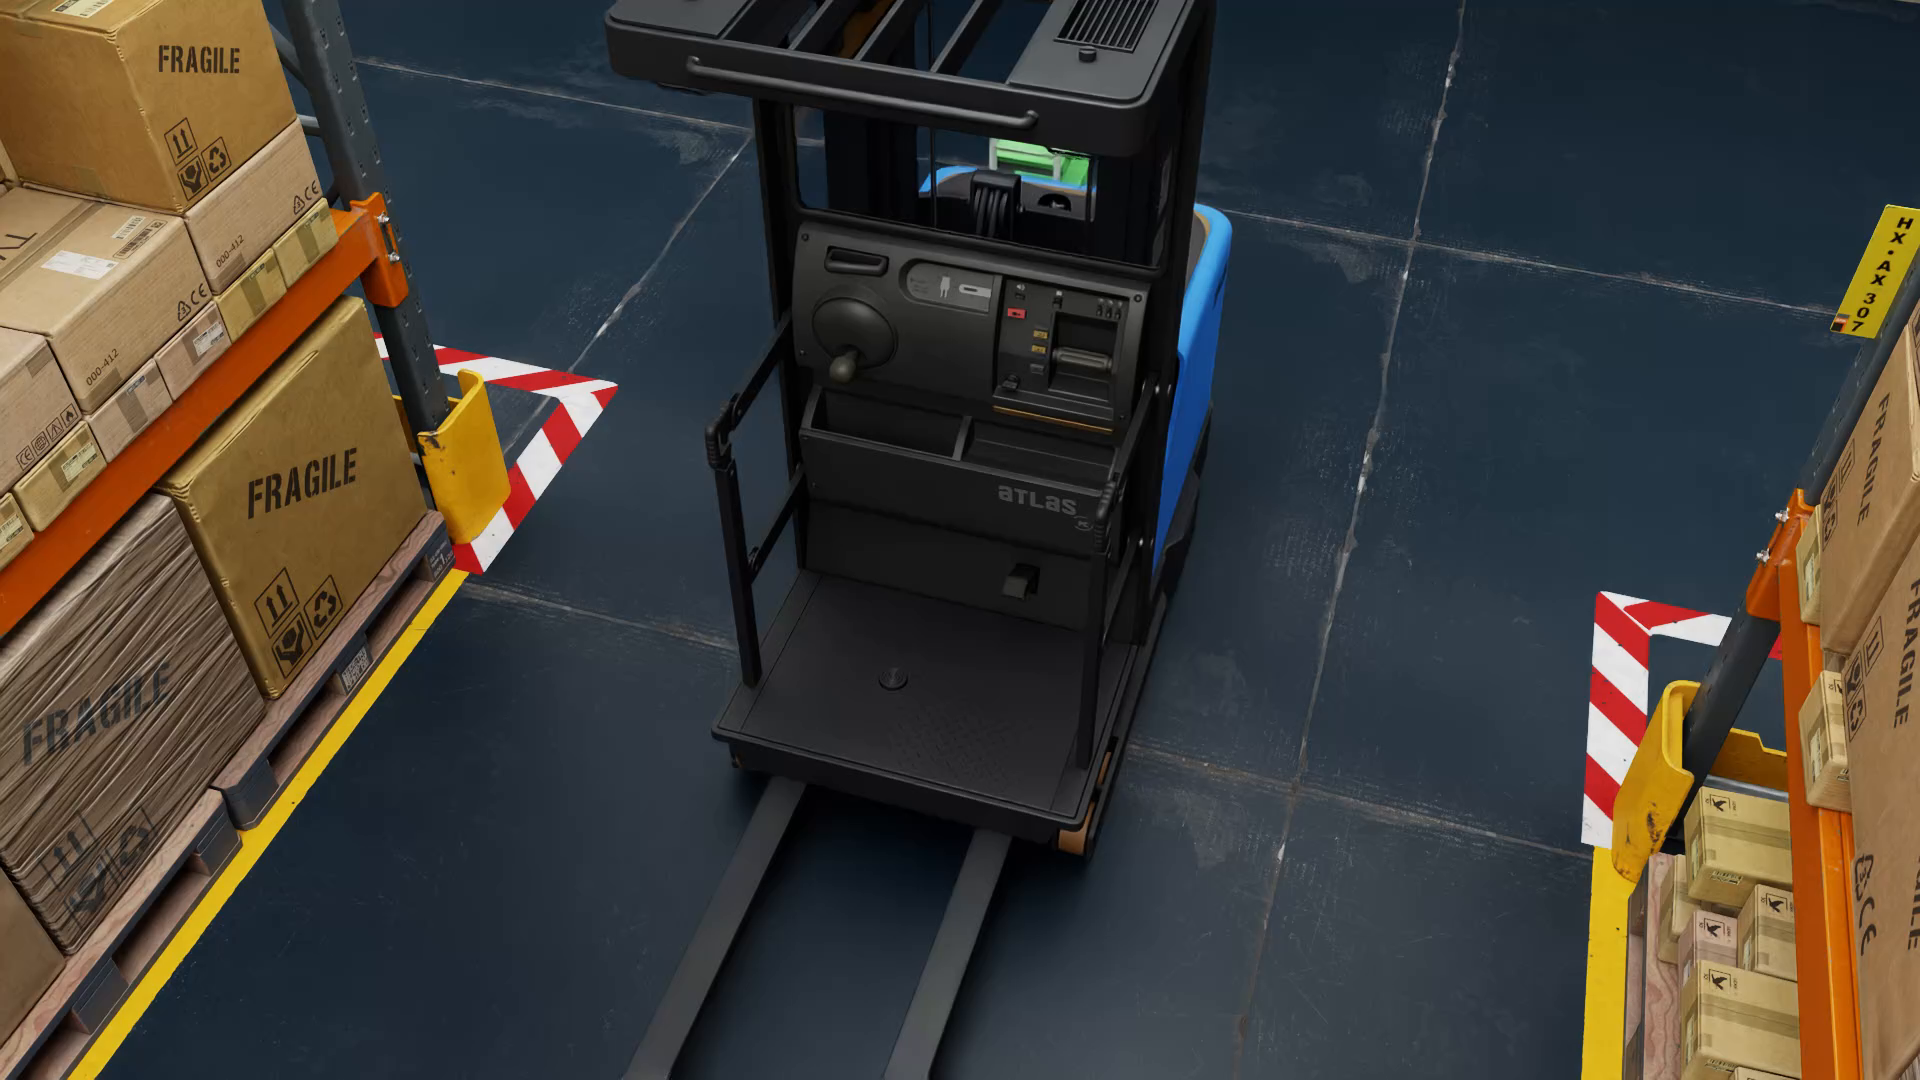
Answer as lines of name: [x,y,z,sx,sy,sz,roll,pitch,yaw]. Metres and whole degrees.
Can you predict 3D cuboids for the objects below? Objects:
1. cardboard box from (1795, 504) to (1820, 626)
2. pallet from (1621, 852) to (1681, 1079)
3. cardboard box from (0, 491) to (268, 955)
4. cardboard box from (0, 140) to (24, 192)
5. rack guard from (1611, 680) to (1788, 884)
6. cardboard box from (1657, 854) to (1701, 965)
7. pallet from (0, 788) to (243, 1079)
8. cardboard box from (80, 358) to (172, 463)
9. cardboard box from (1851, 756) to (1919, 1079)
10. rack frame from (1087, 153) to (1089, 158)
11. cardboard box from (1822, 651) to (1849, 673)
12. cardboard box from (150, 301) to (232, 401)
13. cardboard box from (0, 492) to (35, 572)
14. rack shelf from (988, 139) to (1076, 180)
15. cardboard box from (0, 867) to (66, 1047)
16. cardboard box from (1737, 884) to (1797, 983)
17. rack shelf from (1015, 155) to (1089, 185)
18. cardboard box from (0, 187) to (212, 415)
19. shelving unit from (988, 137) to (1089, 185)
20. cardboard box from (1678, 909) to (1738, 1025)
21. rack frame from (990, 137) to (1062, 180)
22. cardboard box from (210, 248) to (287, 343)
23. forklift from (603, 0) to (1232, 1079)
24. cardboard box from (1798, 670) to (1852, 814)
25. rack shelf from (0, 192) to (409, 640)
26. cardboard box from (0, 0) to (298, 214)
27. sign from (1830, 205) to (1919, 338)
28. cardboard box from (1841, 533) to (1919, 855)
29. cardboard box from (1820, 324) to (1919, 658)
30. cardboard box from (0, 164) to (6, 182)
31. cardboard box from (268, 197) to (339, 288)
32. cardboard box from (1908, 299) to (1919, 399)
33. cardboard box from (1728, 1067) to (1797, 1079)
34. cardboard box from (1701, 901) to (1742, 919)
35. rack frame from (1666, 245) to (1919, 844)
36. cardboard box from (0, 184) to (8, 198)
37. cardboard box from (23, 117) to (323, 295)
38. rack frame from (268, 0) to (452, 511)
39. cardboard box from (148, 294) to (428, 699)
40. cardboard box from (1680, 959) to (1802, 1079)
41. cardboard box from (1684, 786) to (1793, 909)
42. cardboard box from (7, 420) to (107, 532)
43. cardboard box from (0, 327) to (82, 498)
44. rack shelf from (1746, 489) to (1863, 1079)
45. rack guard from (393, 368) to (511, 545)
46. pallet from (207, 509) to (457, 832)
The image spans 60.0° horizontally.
cardboard box: [2.087,0.089,3.694,0.380,0.149,0.250,12,46,12]
pallet: [2.195,1.434,4.134,1.003,0.211,1.213,13,46,13]
cardboard box: [-2.592,0.394,4.422,0.875,0.875,0.875,13,46,13]
cardboard box: [-2.602,-1.055,4.578,0.500,0.250,0.500,11,46,11]
rack guard: [2.474,0.796,4.579,1.175,0.500,0.348,13,46,13]
cardboard box: [2.034,1.003,4.319,0.380,0.149,0.250,13,46,13]
pallet: [-2.738,1.091,4.484,1.003,0.211,1.213,13,46,12]
cardboard box: [-2.224,-0.361,4.154,0.380,0.149,0.250,13,46,13]
cardboard box: [1.800,0.637,2.670,0.500,0.500,0.500,13,46,13]
rack frame: [0.363,-1.228,6.147,0.240,1.200,0.015,13,46,12]
cardboard box: [2.049,0.267,3.512,0.380,0.149,0.250,14,46,14]
cardboard box: [-2.148,-0.527,4.324,0.380,0.149,0.250,13,46,13]
cardboard box: [-2.379,-0.015,3.800,0.380,0.149,0.250,13,46,13]
rack shelf: [0.289,-1.363,5.690,0.258,0.148,0.480,13,46,12]
cardboard box: [-2.862,0.987,3.815,0.875,0.875,0.875,13,46,13]
cardboard box: [2.046,0.995,3.901,0.380,0.149,0.250,13,46,13]
rack shelf: [0.289,-1.191,5.858,0.258,0.148,0.480,13,46,12]
cardboard box: [-2.247,-0.601,4.114,0.500,0.250,0.500,12,46,12]
shelving unit: [0.289,-1.065,5.981,0.258,1.200,0.503,13,46,12]
cardboard box: [1.957,1.080,4.027,0.380,0.149,0.250,12,46,12]
rack frame: [0.215,-0.903,5.814,0.240,1.200,0.015,13,46,12]
cardboard box: [-2.070,-0.695,4.495,0.380,0.149,0.250,13,46,13]
forklift: [-0.049,-0.458,4.122,1.130,2.935,3.031,13,46,12]
cardboard box: [1.917,0.435,3.340,0.380,0.149,0.250,11,46,11]
rack shelf: [-2.805,0.325,3.788,1.077,0.370,4.000,13,46,13]
cardboard box: [-2.096,-1.206,4.196,0.500,0.500,0.500,13,46,13]
sign: [1.980,-0.572,3.571,0.100,0.325,0.005,13,46,13]
cardboard box: [1.960,0.313,3.001,0.500,0.500,0.500,13,46,13]
cardboard box: [2.098,-0.049,3.371,0.500,0.500,0.500,15,46,14]
cardboard box: [-2.753,-0.990,3.976,0.500,0.500,0.500,12,46,12]
cardboard box: [-1.993,-0.869,4.673,0.380,0.149,0.250,13,46,13]
cardboard box: [2.108,-0.404,3.019,0.500,0.500,0.500,12,46,12]
cardboard box: [1.851,1.319,3.570,0.380,0.149,0.250,10,45,11]
cardboard box: [2.094,0.910,4.201,0.380,0.149,0.250,14,46,14]
rack frame: [2.497,-0.148,3.756,1.000,3.000,0.127,13,46,13]
cardboard box: [-2.753,-0.708,4.223,0.500,0.250,0.500,12,46,12]
cardboard box: [-2.093,-0.939,4.459,0.500,0.250,0.500,12,46,12]
rack frame: [-2.199,-1.266,4.899,1.000,3.000,0.127,13,46,13]
cardboard box: [-2.317,-0.213,5.042,0.875,0.875,0.875,13,46,13]
cardboard box: [1.848,1.136,3.757,0.380,0.149,0.250,12,46,12]
cardboard box: [2.015,0.786,4.115,0.380,0.149,0.250,11,45,11]
cardboard box: [-2.301,-0.188,3.977,0.380,0.149,0.250,12,46,12]
cardboard box: [-2.401,-0.262,3.767,0.500,0.250,0.500,11,45,11]
rack shelf: [1.892,1.443,2.645,1.077,0.370,4.000,13,46,13]
rack guard: [-2.192,-0.388,5.789,1.175,0.500,0.348,13,46,13]
pallet: [-2.367,0.281,5.312,1.003,0.211,1.213,13,46,13]
